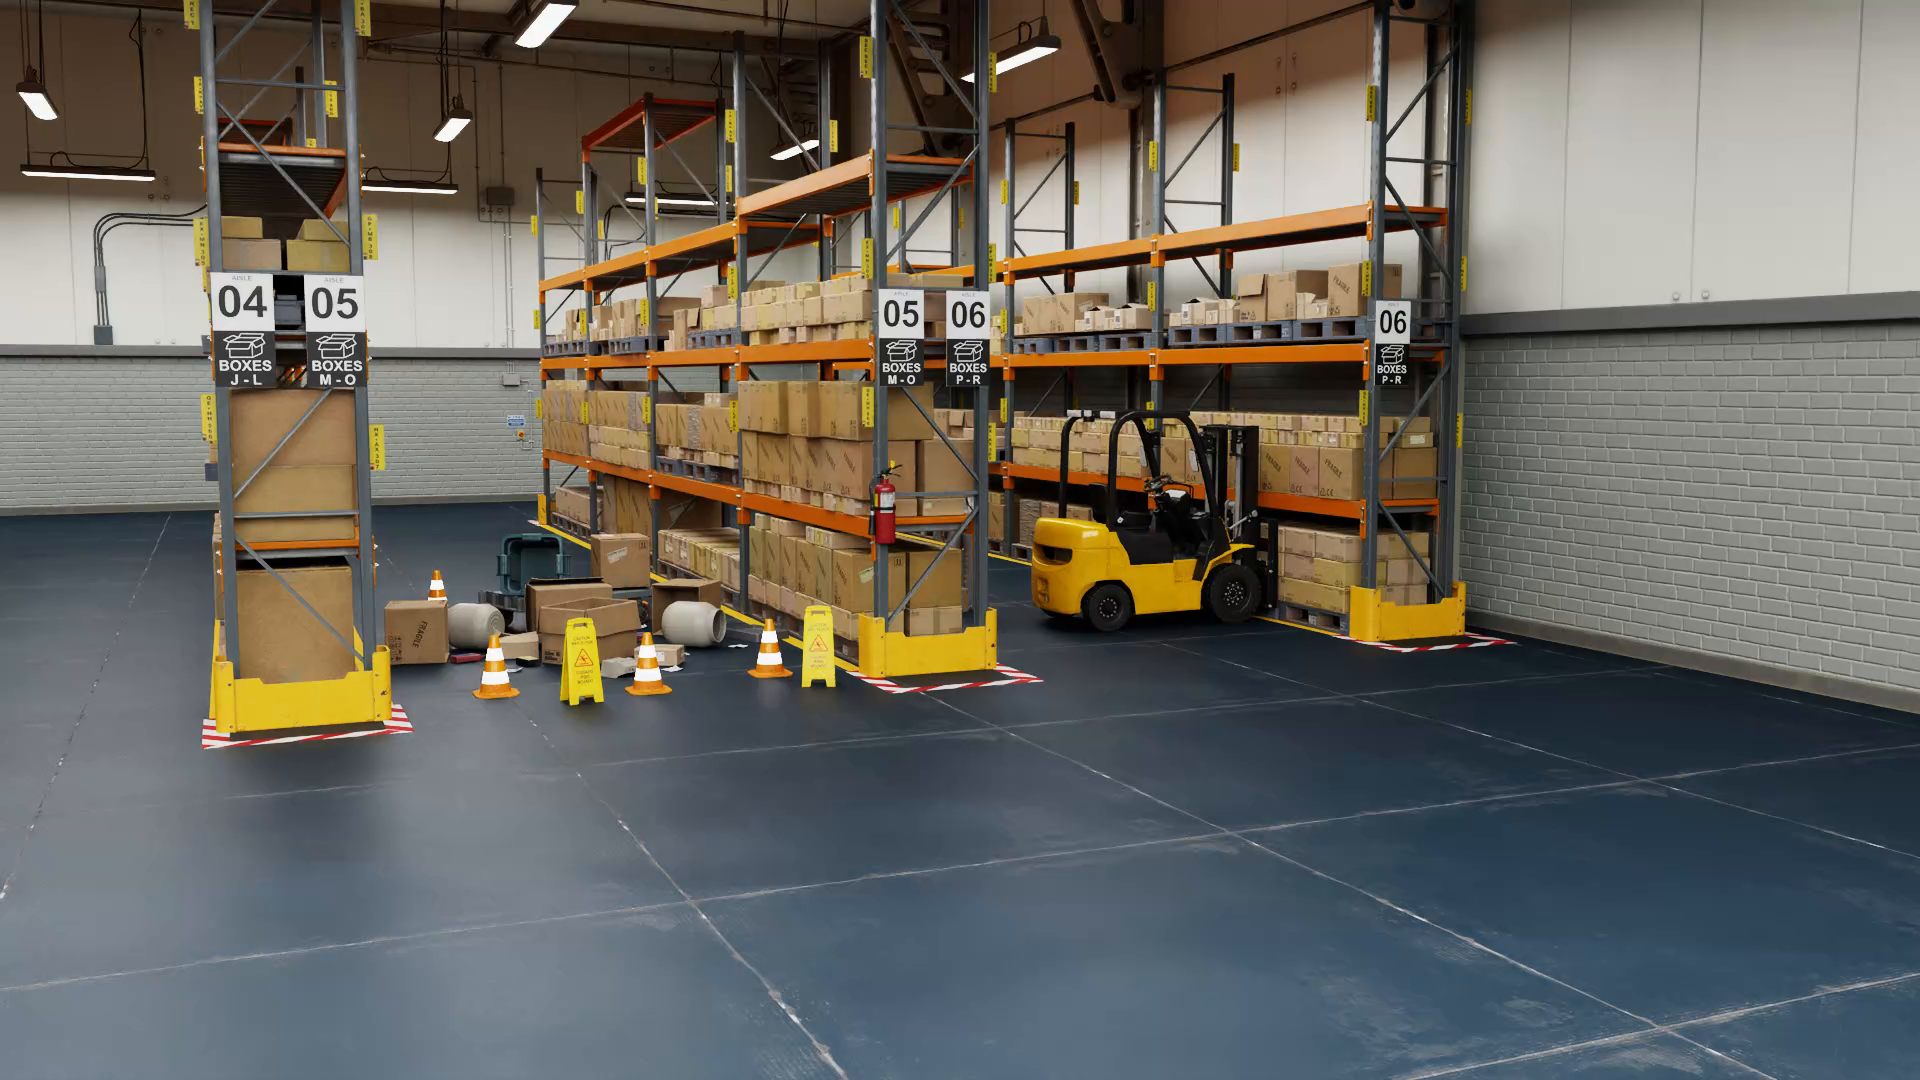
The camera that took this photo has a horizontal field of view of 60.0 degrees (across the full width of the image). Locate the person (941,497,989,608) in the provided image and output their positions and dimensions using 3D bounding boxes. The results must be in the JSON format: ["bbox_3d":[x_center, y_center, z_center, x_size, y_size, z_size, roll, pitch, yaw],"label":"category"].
[{"bbox_3d":[0.004,-0.103,17.805,0.569,1.694,0.529,4,7,34],"label":"person"}]
